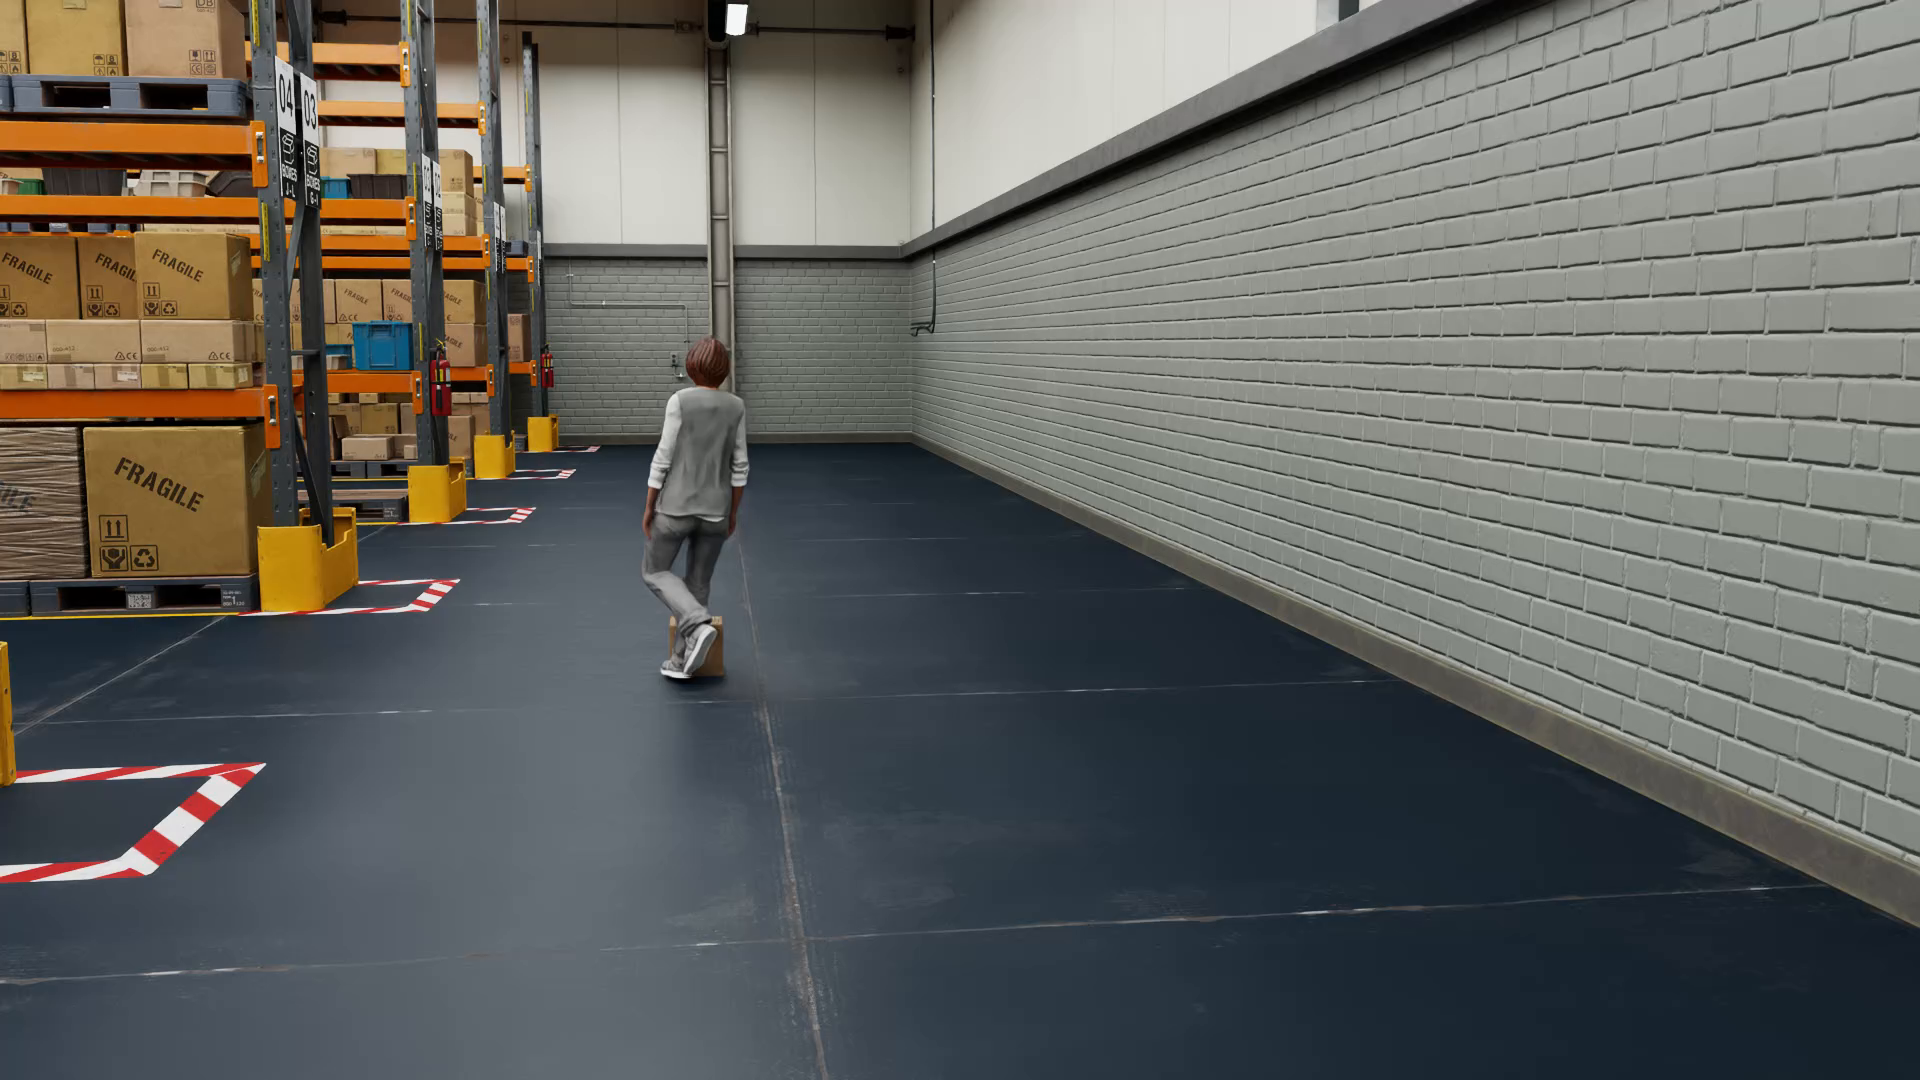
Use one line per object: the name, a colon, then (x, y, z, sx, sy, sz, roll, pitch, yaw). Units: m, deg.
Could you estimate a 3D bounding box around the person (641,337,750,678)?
person: (-1.221, -0.124, 7.528, 0.485, 1.578, 0.642, -4, 8, -28)
